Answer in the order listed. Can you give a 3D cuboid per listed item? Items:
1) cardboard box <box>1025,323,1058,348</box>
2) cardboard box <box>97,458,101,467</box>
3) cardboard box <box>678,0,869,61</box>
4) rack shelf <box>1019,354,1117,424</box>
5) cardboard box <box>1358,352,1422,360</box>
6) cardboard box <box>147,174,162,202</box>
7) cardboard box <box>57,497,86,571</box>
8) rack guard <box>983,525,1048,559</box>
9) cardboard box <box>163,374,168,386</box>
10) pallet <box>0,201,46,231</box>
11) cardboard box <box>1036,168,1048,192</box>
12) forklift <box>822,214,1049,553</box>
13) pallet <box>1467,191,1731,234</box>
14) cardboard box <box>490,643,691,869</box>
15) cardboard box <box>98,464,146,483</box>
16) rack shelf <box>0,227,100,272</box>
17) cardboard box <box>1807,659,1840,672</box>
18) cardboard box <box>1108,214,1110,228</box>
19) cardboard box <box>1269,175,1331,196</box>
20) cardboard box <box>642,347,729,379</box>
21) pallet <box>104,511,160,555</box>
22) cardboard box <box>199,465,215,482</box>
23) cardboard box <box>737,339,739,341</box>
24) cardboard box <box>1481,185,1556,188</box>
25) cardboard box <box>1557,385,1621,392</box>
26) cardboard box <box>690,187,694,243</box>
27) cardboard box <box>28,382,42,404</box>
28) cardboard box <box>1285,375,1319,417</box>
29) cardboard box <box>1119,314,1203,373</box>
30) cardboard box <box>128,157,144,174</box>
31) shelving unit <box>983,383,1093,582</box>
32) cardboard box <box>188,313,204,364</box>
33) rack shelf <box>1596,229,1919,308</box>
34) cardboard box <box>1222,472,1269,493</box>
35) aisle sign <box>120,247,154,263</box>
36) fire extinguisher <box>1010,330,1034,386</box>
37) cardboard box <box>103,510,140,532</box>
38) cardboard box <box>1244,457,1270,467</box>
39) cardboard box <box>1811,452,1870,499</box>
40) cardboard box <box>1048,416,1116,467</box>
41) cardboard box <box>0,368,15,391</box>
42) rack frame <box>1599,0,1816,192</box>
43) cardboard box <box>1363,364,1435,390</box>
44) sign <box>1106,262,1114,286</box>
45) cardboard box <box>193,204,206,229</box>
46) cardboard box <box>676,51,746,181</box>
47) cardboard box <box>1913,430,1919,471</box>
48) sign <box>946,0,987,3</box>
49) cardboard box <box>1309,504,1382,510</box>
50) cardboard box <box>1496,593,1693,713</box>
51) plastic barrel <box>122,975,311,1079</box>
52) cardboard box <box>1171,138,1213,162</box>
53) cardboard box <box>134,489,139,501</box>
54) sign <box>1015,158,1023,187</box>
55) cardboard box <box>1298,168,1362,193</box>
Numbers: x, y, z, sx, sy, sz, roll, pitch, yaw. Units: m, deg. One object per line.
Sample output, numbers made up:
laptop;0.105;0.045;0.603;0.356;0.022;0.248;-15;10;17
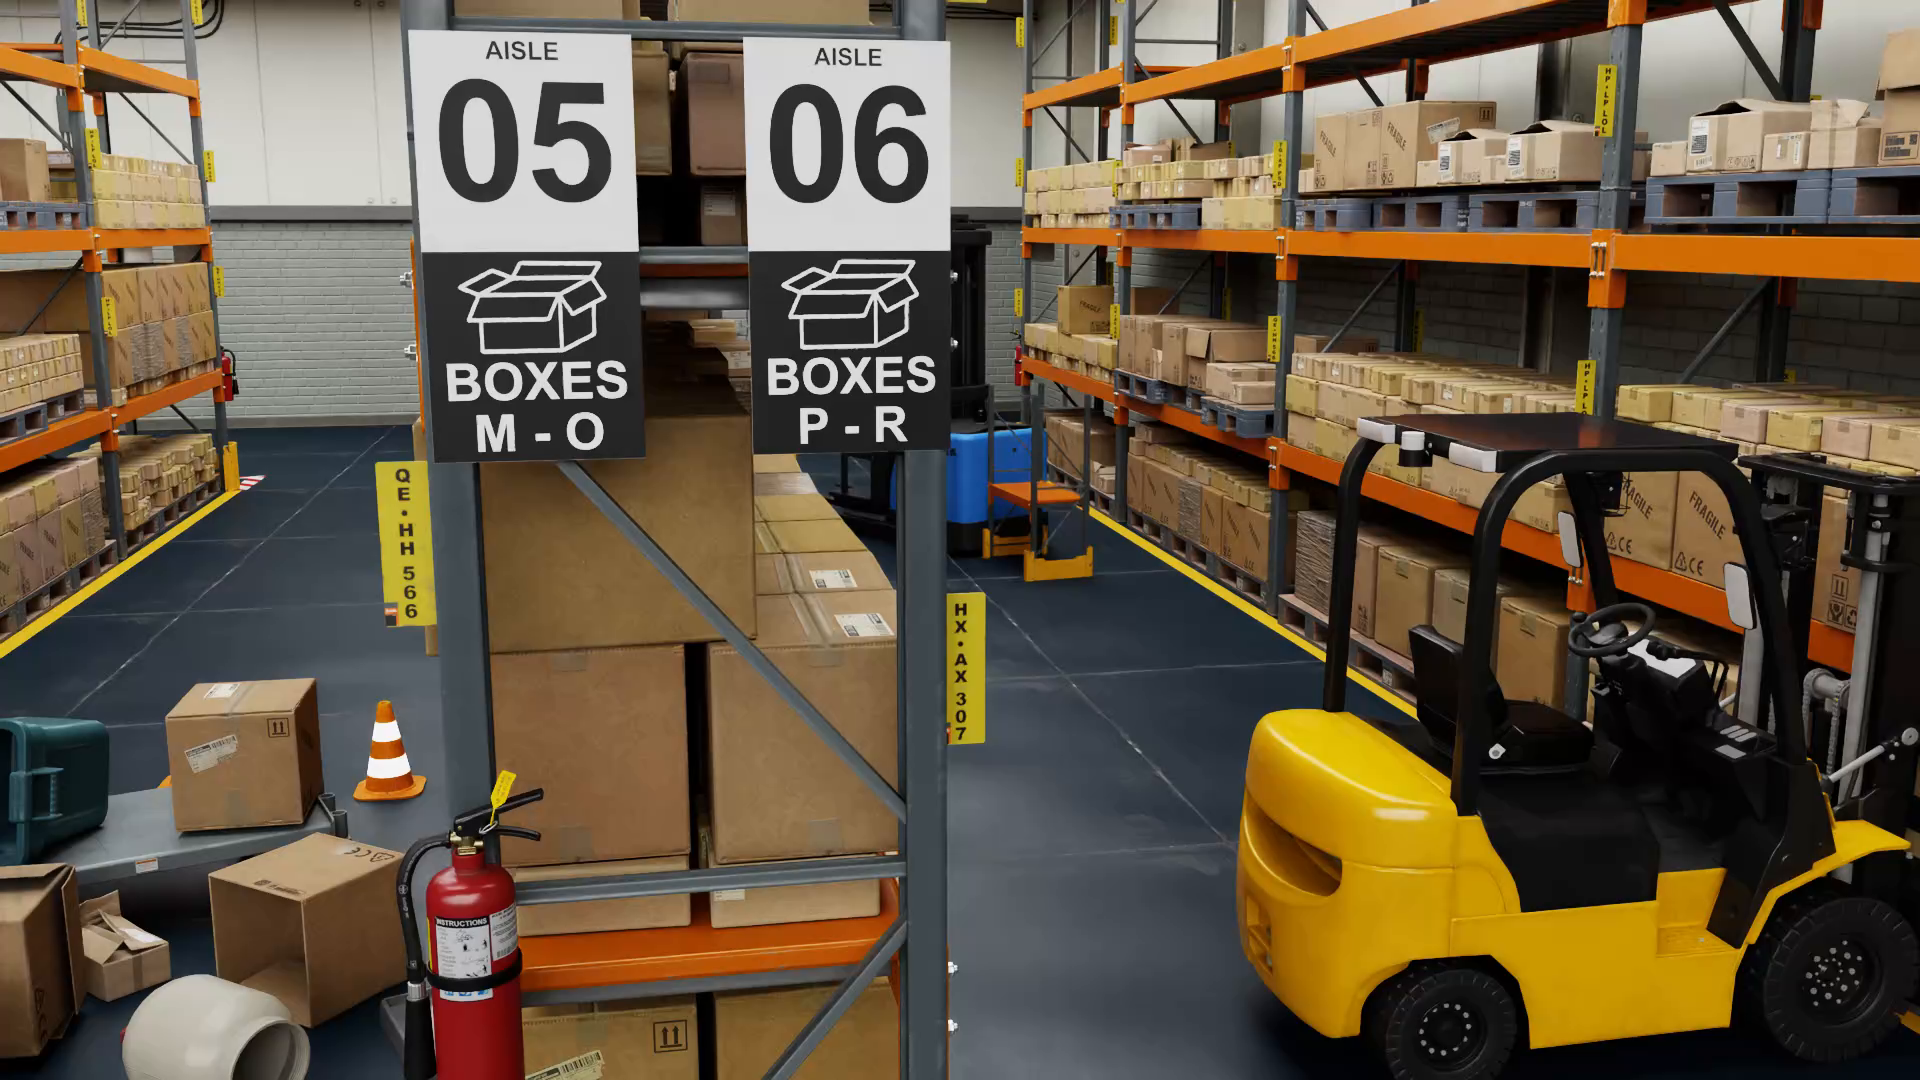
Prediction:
cardboard box;1.052;-2.379;19.332;0.500;0.250;0.500;-2;11;-11
cardboard box;-8.349;-0.677;15.693;0.380;0.149;0.250;-3;11;-13
cardboard box;-0.398;-1.098;3.515;0.380;0.149;0.250;-2;11;-11
rack shelf;1.617;-1.679;17.975;1.077;0.370;4.000;-2;11;-11
cardboard box;3.046;-1.248;11.781;0.380;0.149;0.250;-2;11;-9
cardboard box;-7.853;-3.309;15.656;0.500;0.250;0.500;-3;11;-13
cardboard box;-7.208;-0.044;13.020;0.500;0.500;0.500;-2;11;-12
rack guard;0.482;0.014;14.507;0.587;0.250;0.087;-4;11;-19
cardboard box;-7.904;-1.559;16.093;0.380;0.149;0.250;-2;11;-10
pallet;-7.478;-2.360;12.108;1.213;0.211;1.003;-2;11;-11
cardboard box;1.148;-4.007;18.525;0.500;0.250;0.500;-2;11;-11
forklift;-0.535;-1.547;15.541;1.130;2.935;3.031;-9;14;-39
pallet;3.377;-1.740;8.857;0.805;0.209;1.217;-3;11;-13
cardboard box;-0.904;0.431;3.898;0.500;0.500;0.500;-2;11;-12
cardboard box;-7.728;-0.599;15.287;0.380;0.149;0.250;-2;11;-12
rack shelf;-7.309;-2.040;11.845;1.077;0.370;4.000;-2;11;-11
cardboard box;3.960;0.630;7.473;0.500;0.250;0.500;-2;11;-12
cardboard box;1.646;-3.071;16.014;0.380;0.149;0.250;-2;11;-11
cardboard box;2.479;-2.584;12.118;0.380;0.149;0.250;-2;11;-10
cardboard box;-1.094;-0.336;5.253;0.700;0.500;0.500;-2;11;-11
pallet;-7.864;-0.038;14.887;1.003;0.211;1.213;-2;11;-11
cardboard box;-8.020;-0.693;17.371;0.380;0.149;0.250;-2;11;-9
cardboard box;-1.612;-0.985;10.217;0.500;0.500;0.500;-2;11;-12
cardboard box;3.273;-2.159;9.782;0.380;0.166;0.250;-2;11;-11
cardboard box;3.585;-0.782;9.333;0.380;0.149;0.250;-2;11;-12
cardboard box;-0.503;-0.846;4.322;0.380;0.149;0.250;-2;11;-11
cardboard box;-7.221;-1.113;12.626;0.380;0.149;0.250;-3;11;-13
cardboard box;2.606;-1.013;11.614;0.500;0.250;0.500;-2;11;-11
cardboard box;1.880;-1.825;15.423;0.700;0.500;0.500;-2;11;-10
cardboard box;-7.726;-3.433;15.237;0.380;0.149;0.250;-2;11;-8
shelving unit;0.644;-0.512;13.928;0.587;1.500;1.083;-4;11;-19
cardboard box;-8.041;-2.047;16.922;0.500;0.500;0.500;-2;11;-12
rack shelf;3.951;-0.952;6.131;1.077;0.370;4.000;-2;11;-11
cardboard box;2.341;-0.460;13.470;0.380;0.149;0.250;-2;11;-9
aisle sign;-8.785;-3.299;17.610;0.394;0.787;0.004;-2;11;-11
fire extinguisher;0.746;-2.189;19.930;0.296;0.674;0.183;-2;11;-11
cardboard box;-7.454;-0.171;14.625;0.380;0.149;0.250;-3;11;-13
cardboard box;2.673;-0.623;14.326;0.380;0.149;0.250;-3;11;-13
cardboard box;3.586;-0.263;6.605;0.380;0.149;0.250;-2;11;-13
cardboard box;1.382;-1.104;18.591;0.700;0.500;0.500;-2;11;-9
cardboard box;-7.126;-1.163;12.092;0.380;0.149;0.250;-2;11;-9
rack frame;3.562;-3.146;7.711;1.000;3.000;0.127;-2;11;-11
cardboard box;2.827;-1.043;10.707;0.380;0.149;0.250;-2;11;-10
sign;1.776;-3.140;19.784;0.100;0.325;0.005;-2;11;-11
cardboard box;-8.128;-3.346;17.186;0.500;0.250;0.500;-2;11;-12
cardboard box;-0.365;-0.932;3.706;0.500;0.250;0.500;-2;11;-12
cardboard box;3.759;-0.318;6.101;0.380;0.149;0.250;-2;11;-10
sign;0.004;-1.207;3.207;0.100;0.325;0.005;-2;11;-11
cardboard box;2.977;0.002;12.780;0.500;0.500;0.500;-2;11;-9
cardboard box;3.449;0.666;8.955;0.875;0.625;0.625;-2;11;-8
plastic barrel;-2.415;1.658;5.407;0.512;0.421;0.421;6;12;28
cardboard box;2.133;-3.568;15.327;0.396;0.266;0.258;-2;11;-12
cardboard box;-7.675;-0.403;15.050;0.380;0.149;0.250;-2;11;-11
sign;0.696;-4.283;19.369;0.100;0.325;0.005;-2;11;-11
cardboard box;2.554;-2.472;11.425;0.380;0.166;0.250;-2;11;-11
